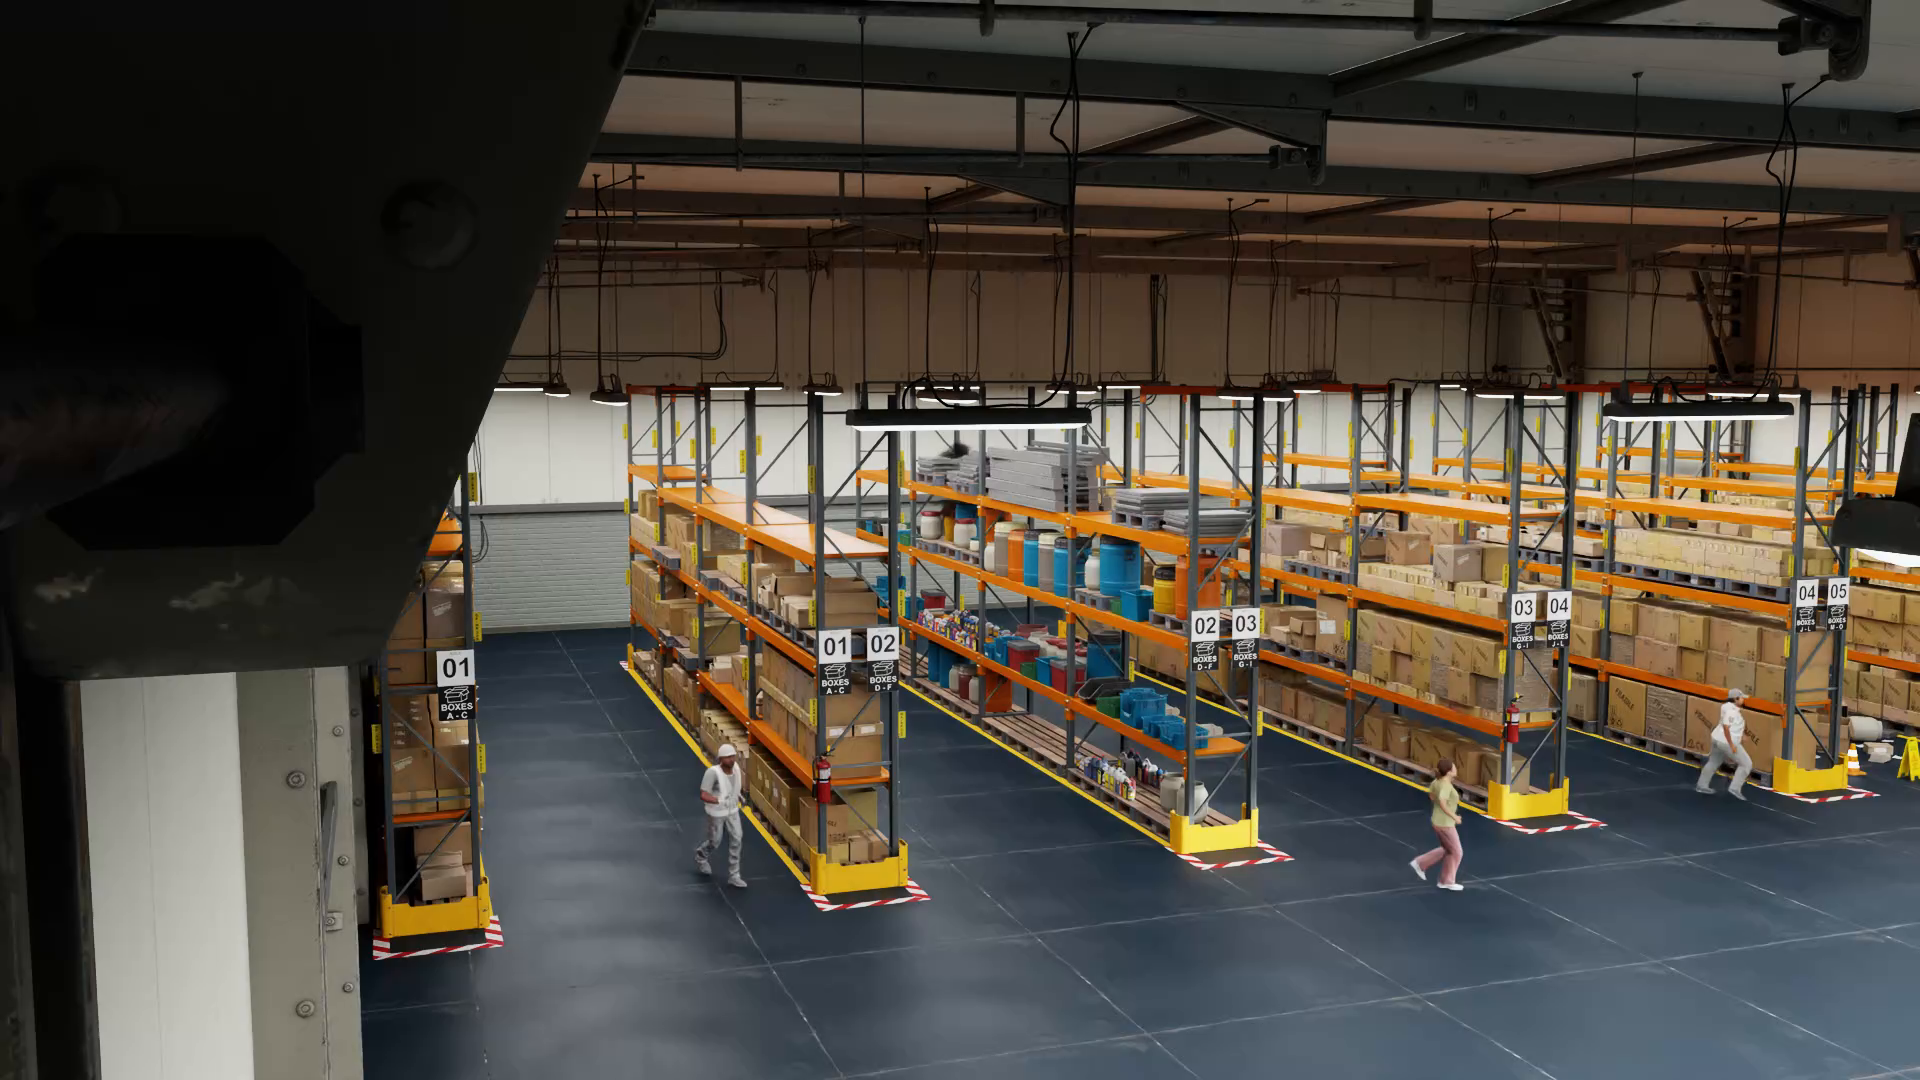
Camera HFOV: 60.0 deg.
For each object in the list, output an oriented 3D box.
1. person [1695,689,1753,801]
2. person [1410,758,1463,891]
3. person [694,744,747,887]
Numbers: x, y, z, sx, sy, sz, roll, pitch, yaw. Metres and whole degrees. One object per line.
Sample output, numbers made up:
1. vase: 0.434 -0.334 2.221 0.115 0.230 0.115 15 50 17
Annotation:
1. person: 11.231 2.984 24.360 0.724 1.649 0.544 1 6 9
2. person: 5.802 3.450 20.117 0.635 1.643 0.611 1 6 6
3. person: -2.963 3.340 20.409 0.682 1.749 0.968 -6 8 -43
